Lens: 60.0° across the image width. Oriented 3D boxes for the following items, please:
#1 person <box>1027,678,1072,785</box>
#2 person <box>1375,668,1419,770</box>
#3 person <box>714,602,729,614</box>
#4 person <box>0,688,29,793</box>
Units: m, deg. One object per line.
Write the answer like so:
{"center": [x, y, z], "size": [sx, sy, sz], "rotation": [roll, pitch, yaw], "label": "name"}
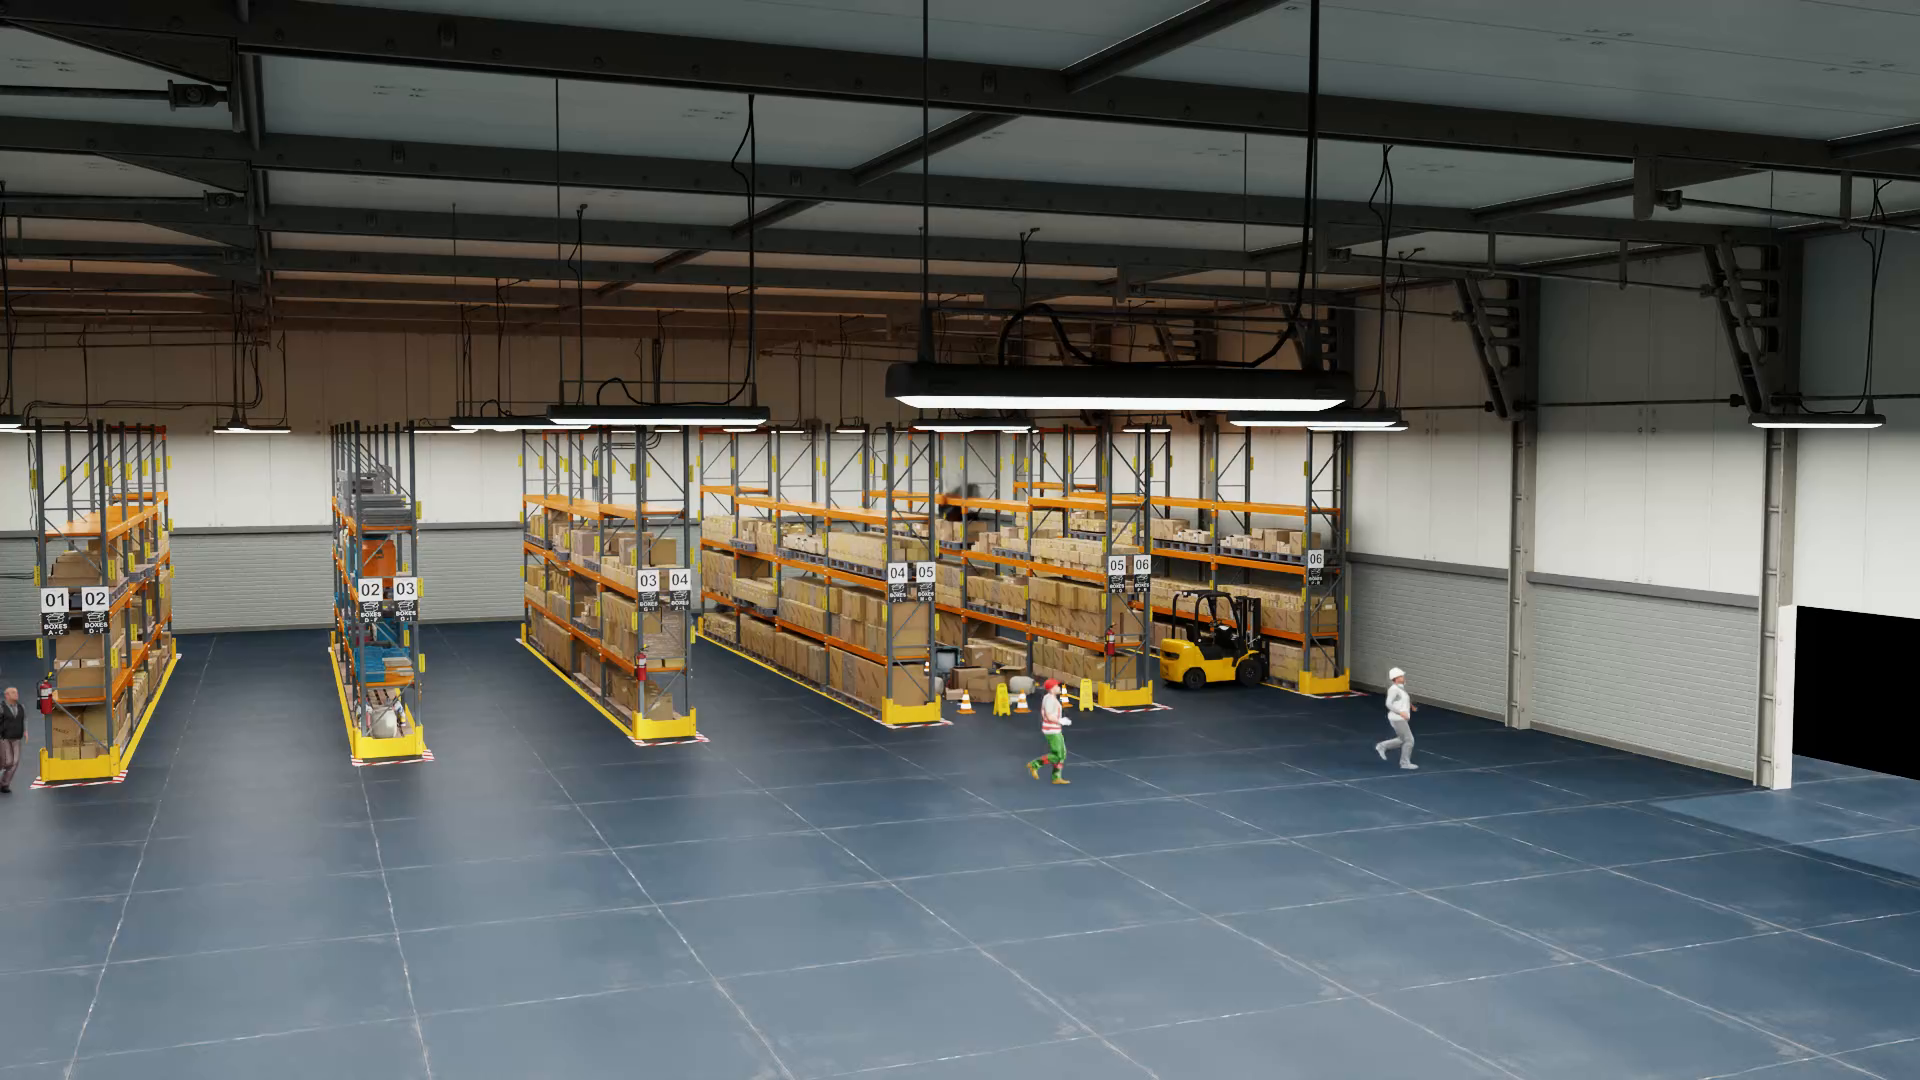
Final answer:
{"center": [1.466, 3.142, 27.278], "size": [0.720, 1.750, 0.653], "rotation": [0, 4, 2], "label": "person"}
{"center": [7.521, 3.069, 28.622], "size": [0.754, 1.731, 0.666], "rotation": [1, 4, 22], "label": "person"}
{"center": [-7.054, 1.819, 49.516], "size": [0.598, 1.596, 0.598], "rotation": [0, 4, 0], "label": "person"}
{"center": [-15.364, 3.216, 26.897], "size": [0.617, 1.651, 0.696], "rotation": [2, 4, 29], "label": "person"}
